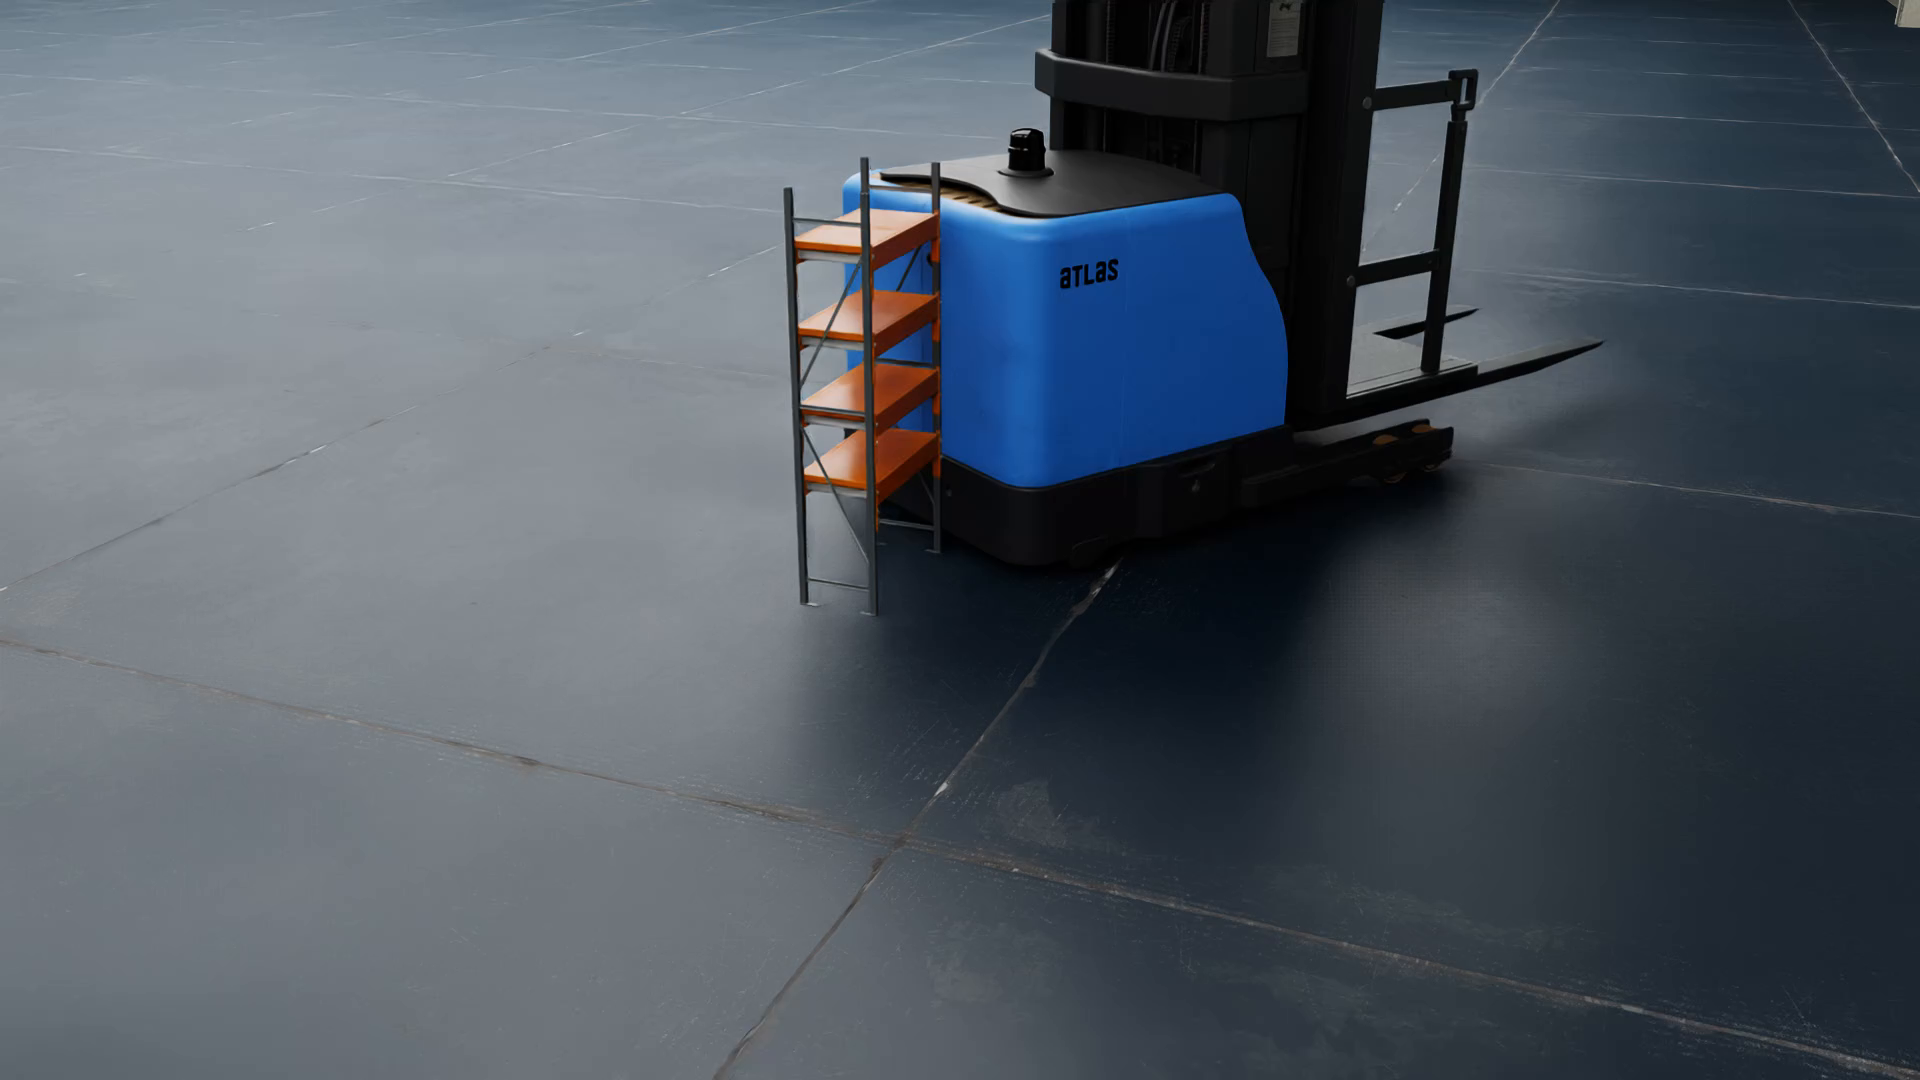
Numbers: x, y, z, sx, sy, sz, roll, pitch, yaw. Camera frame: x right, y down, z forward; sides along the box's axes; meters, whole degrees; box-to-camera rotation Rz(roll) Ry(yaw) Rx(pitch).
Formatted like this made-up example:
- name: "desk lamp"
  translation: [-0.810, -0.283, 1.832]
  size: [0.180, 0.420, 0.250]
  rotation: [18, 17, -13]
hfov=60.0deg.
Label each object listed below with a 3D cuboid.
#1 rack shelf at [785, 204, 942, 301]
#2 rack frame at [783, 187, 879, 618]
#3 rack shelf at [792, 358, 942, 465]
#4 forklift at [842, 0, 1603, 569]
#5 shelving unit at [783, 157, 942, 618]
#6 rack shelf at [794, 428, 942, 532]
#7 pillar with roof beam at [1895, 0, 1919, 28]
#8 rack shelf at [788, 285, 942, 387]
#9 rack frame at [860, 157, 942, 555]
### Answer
- name: "rack shelf"
  translation: [-0.259, -0.801, 4.592]
  size: [0.258, 0.148, 0.480]
  rotation: [8, 24, 19]
- name: "rack frame"
  translation: [-0.347, -0.351, 4.533]
  size: [0.240, 1.200, 0.015]
  rotation: [8, 24, 19]
- name: "rack shelf"
  translation: [-0.259, -0.376, 4.769]
  size: [0.258, 0.148, 0.480]
  rotation: [8, 24, 19]
- name: "forklift"
  translation: [1.110, -1.696, 5.508]
  size: [3.031, 2.935, 1.130]
  rotation: [-15, 27, -32]
- name: "shelving unit"
  translation: [-0.259, -0.438, 4.743]
  size: [0.258, 1.200, 0.503]
  rotation: [8, 24, 19]
- name: "rack shelf"
  translation: [-0.259, -0.193, 4.846]
  size: [0.258, 0.148, 0.480]
  rotation: [8, 24, 19]
- name: "pillar with roof beam"
  translation: [7.554, -11.017, 19.949]
  size: [9.100, 9.000, 0.400]
  rotation: [9, 24, 20]
- name: "rack shelf"
  translation: [-0.259, -0.583, 4.683]
  size: [0.258, 0.148, 0.480]
  rotation: [8, 24, 19]
- name: "rack frame"
  translation: [-0.171, -0.526, 4.953]
  size: [0.240, 1.200, 0.015]
  rotation: [8, 24, 19]
